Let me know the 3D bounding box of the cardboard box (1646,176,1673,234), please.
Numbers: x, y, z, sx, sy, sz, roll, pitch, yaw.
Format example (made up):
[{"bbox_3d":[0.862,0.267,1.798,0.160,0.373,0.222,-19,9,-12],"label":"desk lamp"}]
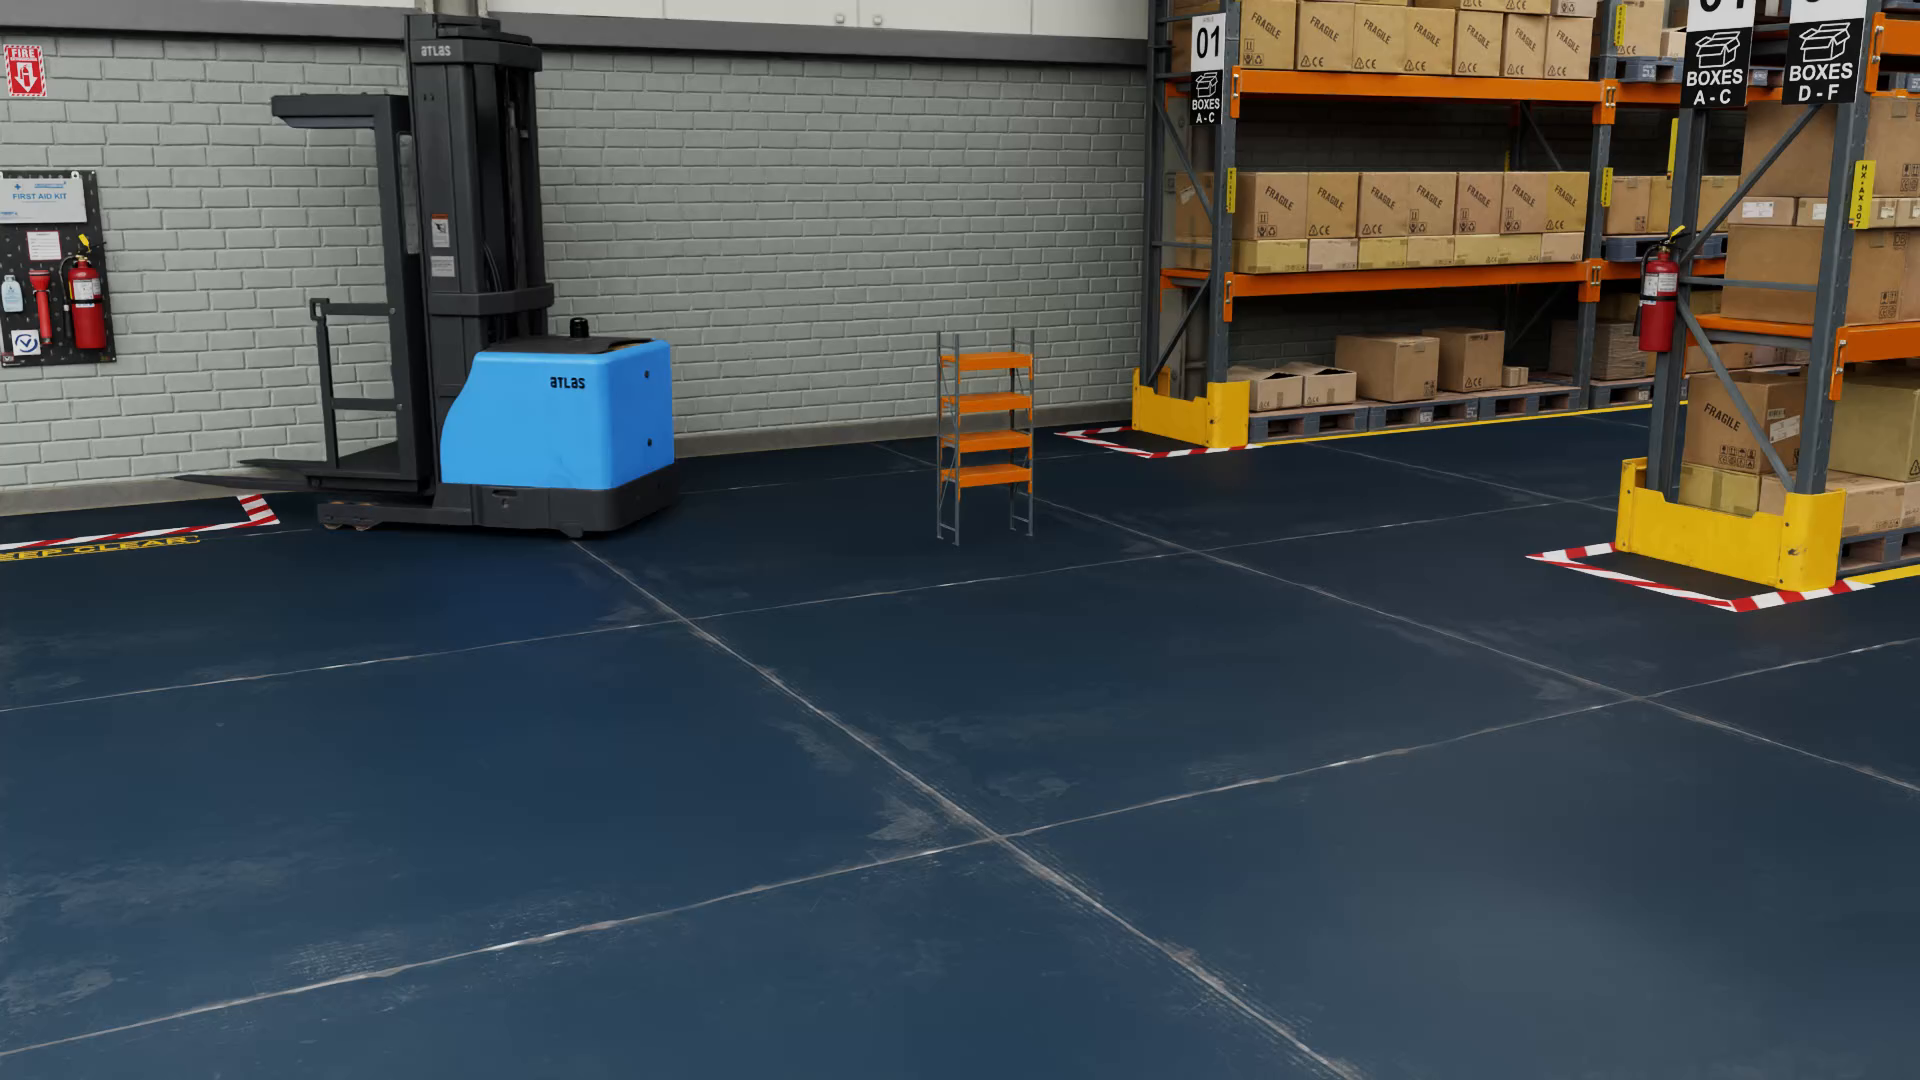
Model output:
[{"bbox_3d":[6.221,-3.070,15.189,0.500,0.500,0.700,-5,14,-22],"label":"cardboard box"}]

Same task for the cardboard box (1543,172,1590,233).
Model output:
[{"bbox_3d":[4.997,-2.895,14.231,0.500,0.500,0.500,-7,14,-28],"label":"cardboard box"}]

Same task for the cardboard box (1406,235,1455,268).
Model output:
[{"bbox_3d":[3.677,-2.371,13.608,0.500,0.250,0.500,-7,14,-27],"label":"cardboard box"}]

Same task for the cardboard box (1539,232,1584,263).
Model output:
[{"bbox_3d":[4.993,-2.531,14.318,0.500,0.250,0.500,-7,14,-28],"label":"cardboard box"}]

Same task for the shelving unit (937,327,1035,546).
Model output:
[{"bbox_3d":[0.145,-0.603,9.555,0.503,1.200,0.258,-7,14,-28],"label":"shelving unit"}]

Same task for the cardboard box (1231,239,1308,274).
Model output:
[{"bbox_3d":[2.333,-2.208,12.885,0.500,0.250,0.500,-7,15,-29],"label":"cardboard box"}]

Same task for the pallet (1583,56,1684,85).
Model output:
[{"bbox_3d":[5.857,-4.118,14.673,1.003,0.211,1.213,-7,14,-28],"label":"pallet"}]

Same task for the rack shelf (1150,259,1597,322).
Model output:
[{"bbox_3d":[3.508,-2.141,13.929,4.000,0.370,1.077,-7,14,-28],"label":"rack shelf"}]

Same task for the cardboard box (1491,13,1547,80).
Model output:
[{"bbox_3d":[4.489,-4.073,13.769,0.500,0.500,0.500,-8,15,-33],"label":"cardboard box"}]

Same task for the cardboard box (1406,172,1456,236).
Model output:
[{"bbox_3d":[3.658,-2.736,13.523,0.500,0.500,0.500,-6,14,-26],"label":"cardboard box"}]

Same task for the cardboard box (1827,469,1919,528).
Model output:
[{"bbox_3d":[5.144,-0.258,9.228,0.500,0.250,0.500,-7,14,-28],"label":"cardboard box"}]

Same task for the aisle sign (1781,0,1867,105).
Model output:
[{"bbox_3d":[4.219,-2.530,8.096,0.004,0.787,0.394,-7,14,-28],"label":"aisle sign"}]

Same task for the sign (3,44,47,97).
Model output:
[{"bbox_3d":[-5.556,-2.787,9.883,0.199,0.298,0.001,-7,14,-28],"label":"sign"}]

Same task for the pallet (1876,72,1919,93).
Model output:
[{"bbox_3d":[9.315,-4.572,16.692,1.003,0.211,1.213,-6,14,-25],"label":"pallet"}]

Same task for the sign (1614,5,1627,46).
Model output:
[{"bbox_3d":[5.531,-4.314,13.938,0.005,0.325,0.100,-7,14,-28],"label":"sign"}]

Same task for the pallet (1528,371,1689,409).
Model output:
[{"bbox_3d":[5.947,-1.424,15.456,1.213,0.211,1.003,-7,14,-28],"label":"pallet"}]

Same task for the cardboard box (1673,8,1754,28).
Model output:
[{"bbox_3d":[6.865,-4.591,15.162,0.500,0.500,0.500,-7,15,-30],"label":"cardboard box"}]

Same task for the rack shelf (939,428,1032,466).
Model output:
[{"bbox_3d":[0.145,-0.537,9.570,0.480,0.148,0.258,-7,14,-28],"label":"rack shelf"}]

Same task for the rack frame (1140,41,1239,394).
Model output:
[{"bbox_3d":[1.753,-2.281,12.915,0.127,3.000,1.000,-7,14,-28],"label":"rack frame"}]

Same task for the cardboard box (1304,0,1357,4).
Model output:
[{"bbox_3d":[2.672,-4.328,12.626,0.500,0.500,0.500,-7,14,-29],"label":"cardboard box"}]

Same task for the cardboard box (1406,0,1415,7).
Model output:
[{"bbox_3d":[3.368,-4.546,13.593,0.500,0.500,0.500,-7,14,-28],"label":"cardboard box"}]

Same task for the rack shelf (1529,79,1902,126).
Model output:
[{"bbox_3d":[7.019,-4.025,15.469,4.000,0.370,1.077,-7,14,-28],"label":"rack shelf"}]

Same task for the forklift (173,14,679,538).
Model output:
[{"bbox_3d":[-3.333,-1.592,10.008,3.031,2.935,1.130,3,13,13],"label":"forklift"}]

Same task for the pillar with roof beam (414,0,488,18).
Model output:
[{"bbox_3d":[-1.251,-3.988,6.833,0.400,9.000,9.100,-7,14,-28],"label":"pillar with roof beam"}]

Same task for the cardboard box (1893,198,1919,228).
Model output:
[{"bbox_3d":[4.808,-1.721,8.717,0.250,0.149,0.380,-7,15,-29],"label":"cardboard box"}]

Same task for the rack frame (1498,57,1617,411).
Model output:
[{"bbox_3d":[5.264,-2.702,14.785,0.127,3.000,1.000,-7,14,-28],"label":"rack frame"}]

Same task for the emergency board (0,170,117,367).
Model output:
[{"bbox_3d":[-5.501,-1.638,10.056,0.643,1.169,0.194,-7,14,-28],"label":"emergency board"}]

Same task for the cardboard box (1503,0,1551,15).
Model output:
[{"bbox_3d":[4.475,-4.547,13.599,0.500,0.500,0.500,-6,14,-25],"label":"cardboard box"}]

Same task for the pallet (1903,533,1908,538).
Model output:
[{"bbox_3d":[5.850,-0.183,9.941,1.213,0.211,1.003,-7,14,-28],"label":"pallet"}]

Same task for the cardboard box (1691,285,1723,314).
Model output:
[{"bbox_3d":[7.188,-2.295,15.960,0.500,0.250,0.500,-7,14,-28],"label":"cardboard box"}]

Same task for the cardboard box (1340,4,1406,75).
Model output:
[{"bbox_3d":[3.109,-3.895,12.981,0.500,0.500,0.500,-6,14,-25],"label":"cardboard box"}]

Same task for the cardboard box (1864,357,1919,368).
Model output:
[{"bbox_3d":[5.768,-0.831,10.066,0.500,0.500,0.500,-7,14,-28],"label":"cardboard box"}]

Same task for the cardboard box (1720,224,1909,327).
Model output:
[{"bbox_3d":[4.546,-1.423,8.871,0.500,0.500,0.700,-7,14,-28],"label":"cardboard box"}]

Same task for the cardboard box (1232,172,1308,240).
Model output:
[{"bbox_3d":[2.316,-2.576,12.813,0.500,0.500,0.500,-7,14,-28],"label":"cardboard box"}]

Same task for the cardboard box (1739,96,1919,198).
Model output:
[{"bbox_3d":[4.592,-2.061,8.753,0.500,0.500,0.700,-7,14,-28],"label":"cardboard box"}]

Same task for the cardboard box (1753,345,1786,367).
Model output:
[{"bbox_3d":[7.660,-2.001,16.358,0.500,0.500,0.700,-7,14,-28],"label":"cardboard box"}]

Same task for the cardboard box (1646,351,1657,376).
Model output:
[{"bbox_3d":[6.331,-1.842,15.654,0.500,0.500,0.700,-7,15,-29],"label":"cardboard box"}]

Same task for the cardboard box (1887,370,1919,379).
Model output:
[{"bbox_3d":[5.578,-0.678,9.389,0.500,0.500,0.500,-7,14,-28],"label":"cardboard box"}]

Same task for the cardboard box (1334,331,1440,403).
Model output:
[{"bbox_3d":[3.572,-1.460,13.954,0.500,0.500,0.700,-8,15,-31],"label":"cardboard box"}]

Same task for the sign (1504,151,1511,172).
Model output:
[{"bbox_3d":[4.995,-3.374,15.131,0.005,0.325,0.100,-7,14,-28],"label":"sign"}]

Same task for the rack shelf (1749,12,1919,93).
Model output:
[{"bbox_3d":[5.885,-2.650,9.359,4.000,0.370,1.077,-7,14,-28],"label":"rack shelf"}]

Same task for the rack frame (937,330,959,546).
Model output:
[{"bbox_3d":[-0.069,-0.577,9.441,0.015,1.200,0.240,-7,14,-28],"label":"rack frame"}]

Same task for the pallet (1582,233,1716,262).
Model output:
[{"bbox_3d":[6.004,-2.661,15.039,1.213,0.211,1.003,-7,14,-28],"label":"pallet"}]
